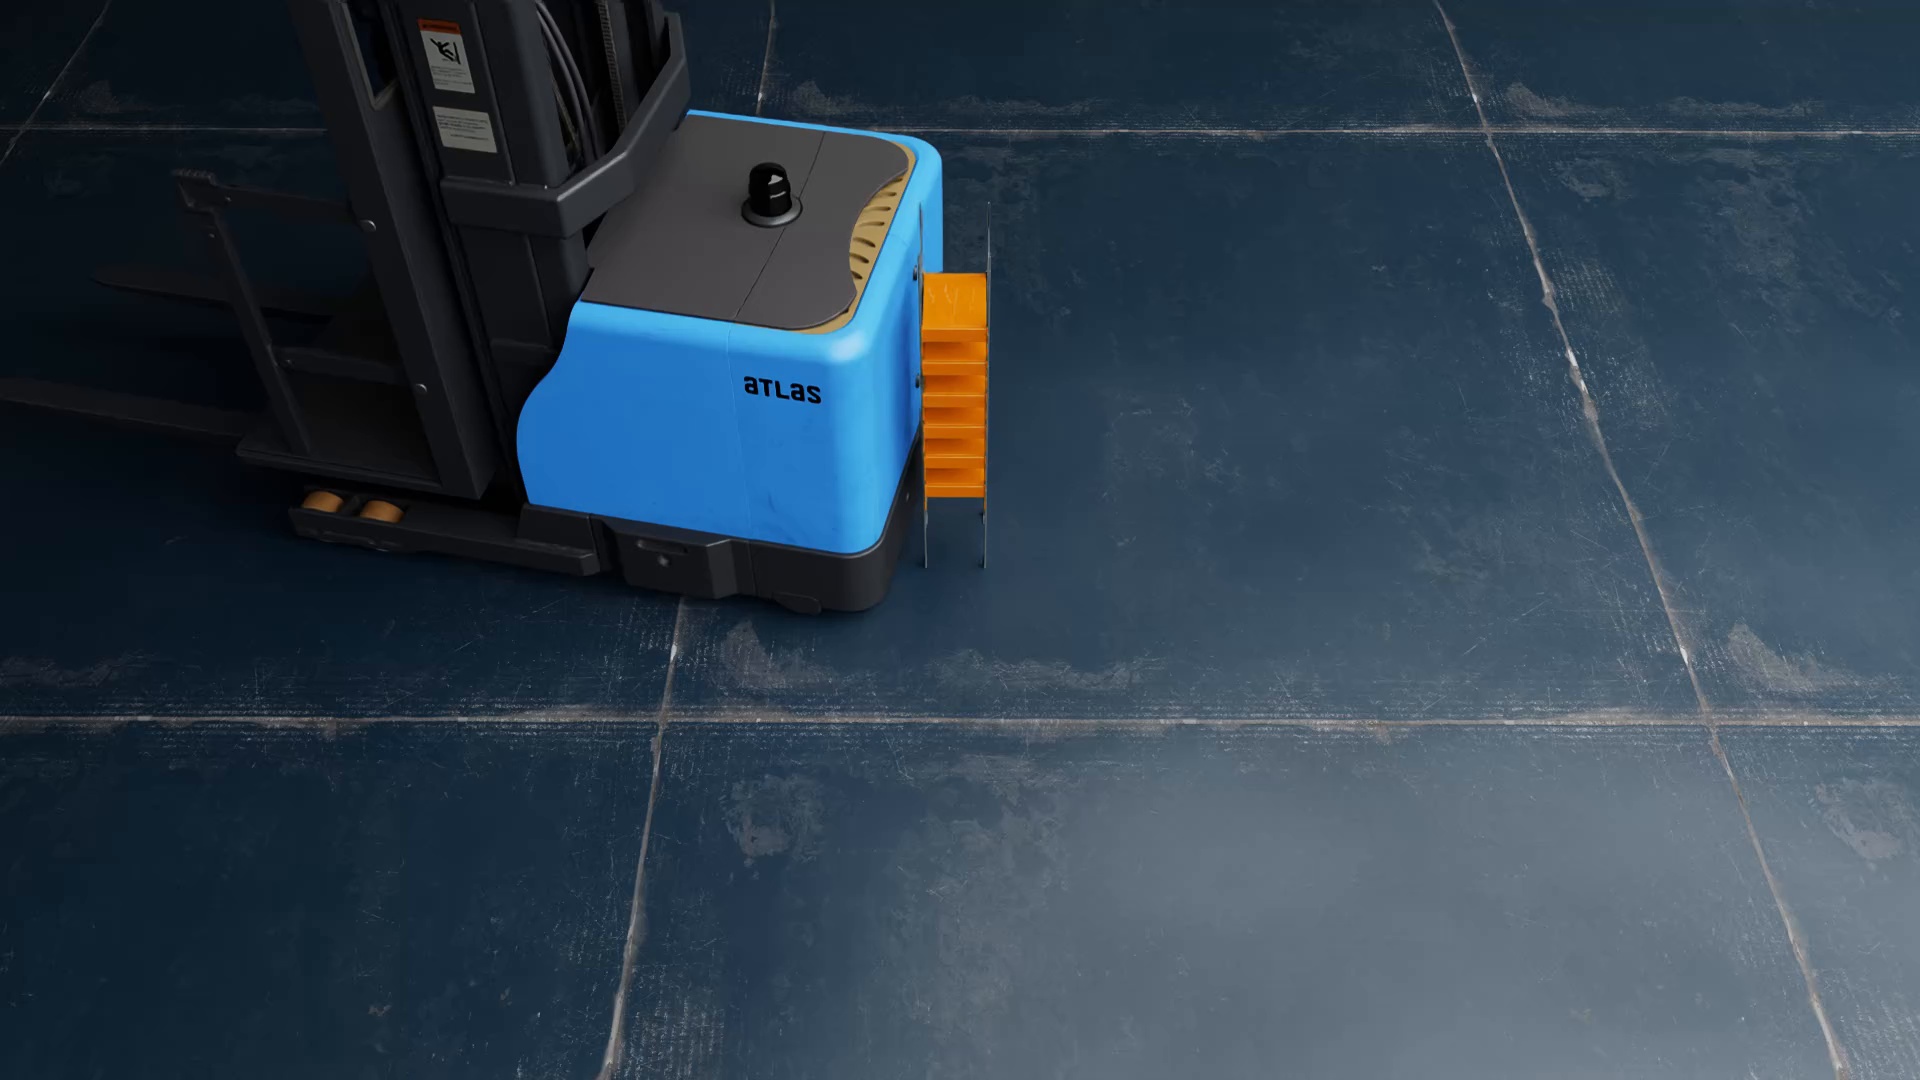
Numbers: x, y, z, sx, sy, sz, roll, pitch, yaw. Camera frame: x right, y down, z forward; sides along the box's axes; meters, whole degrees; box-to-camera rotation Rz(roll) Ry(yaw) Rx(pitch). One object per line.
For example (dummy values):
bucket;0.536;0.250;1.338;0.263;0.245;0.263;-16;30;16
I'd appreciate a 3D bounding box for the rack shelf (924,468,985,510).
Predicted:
rack shelf;-0.014;-0.215;5.019;0.180;0.103;0.258;0;47;0

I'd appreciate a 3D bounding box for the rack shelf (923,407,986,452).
rack shelf;-0.014;-0.379;4.843;0.180;0.103;0.258;0;47;0

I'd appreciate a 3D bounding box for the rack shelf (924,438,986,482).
rack shelf;-0.014;-0.297;4.931;0.180;0.103;0.258;0;47;0

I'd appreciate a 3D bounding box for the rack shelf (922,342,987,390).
rack shelf;-0.014;-0.542;4.668;0.180;0.103;0.258;0;47;0

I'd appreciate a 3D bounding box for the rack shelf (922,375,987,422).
rack shelf;-0.014;-0.460;4.756;0.180;0.103;0.258;0;47;0

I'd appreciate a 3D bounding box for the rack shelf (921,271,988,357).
rack shelf;-0.014;-0.624;4.580;0.180;0.103;0.258;0;47;0

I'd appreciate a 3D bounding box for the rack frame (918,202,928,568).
rack frame;-0.106;-0.409;4.811;0.006;1.200;0.240;0;47;0

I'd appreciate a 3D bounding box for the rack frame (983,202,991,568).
rack frame;0.077;-0.409;4.811;0.006;1.200;0.240;0;47;0

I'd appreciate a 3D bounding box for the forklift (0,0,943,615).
forklift;-1.611;-1.330;4.486;3.031;2.935;1.130;9;48;8

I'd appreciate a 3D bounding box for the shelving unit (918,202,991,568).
shelving unit;-0.014;-0.409;4.811;0.189;1.200;0.258;0;47;0
